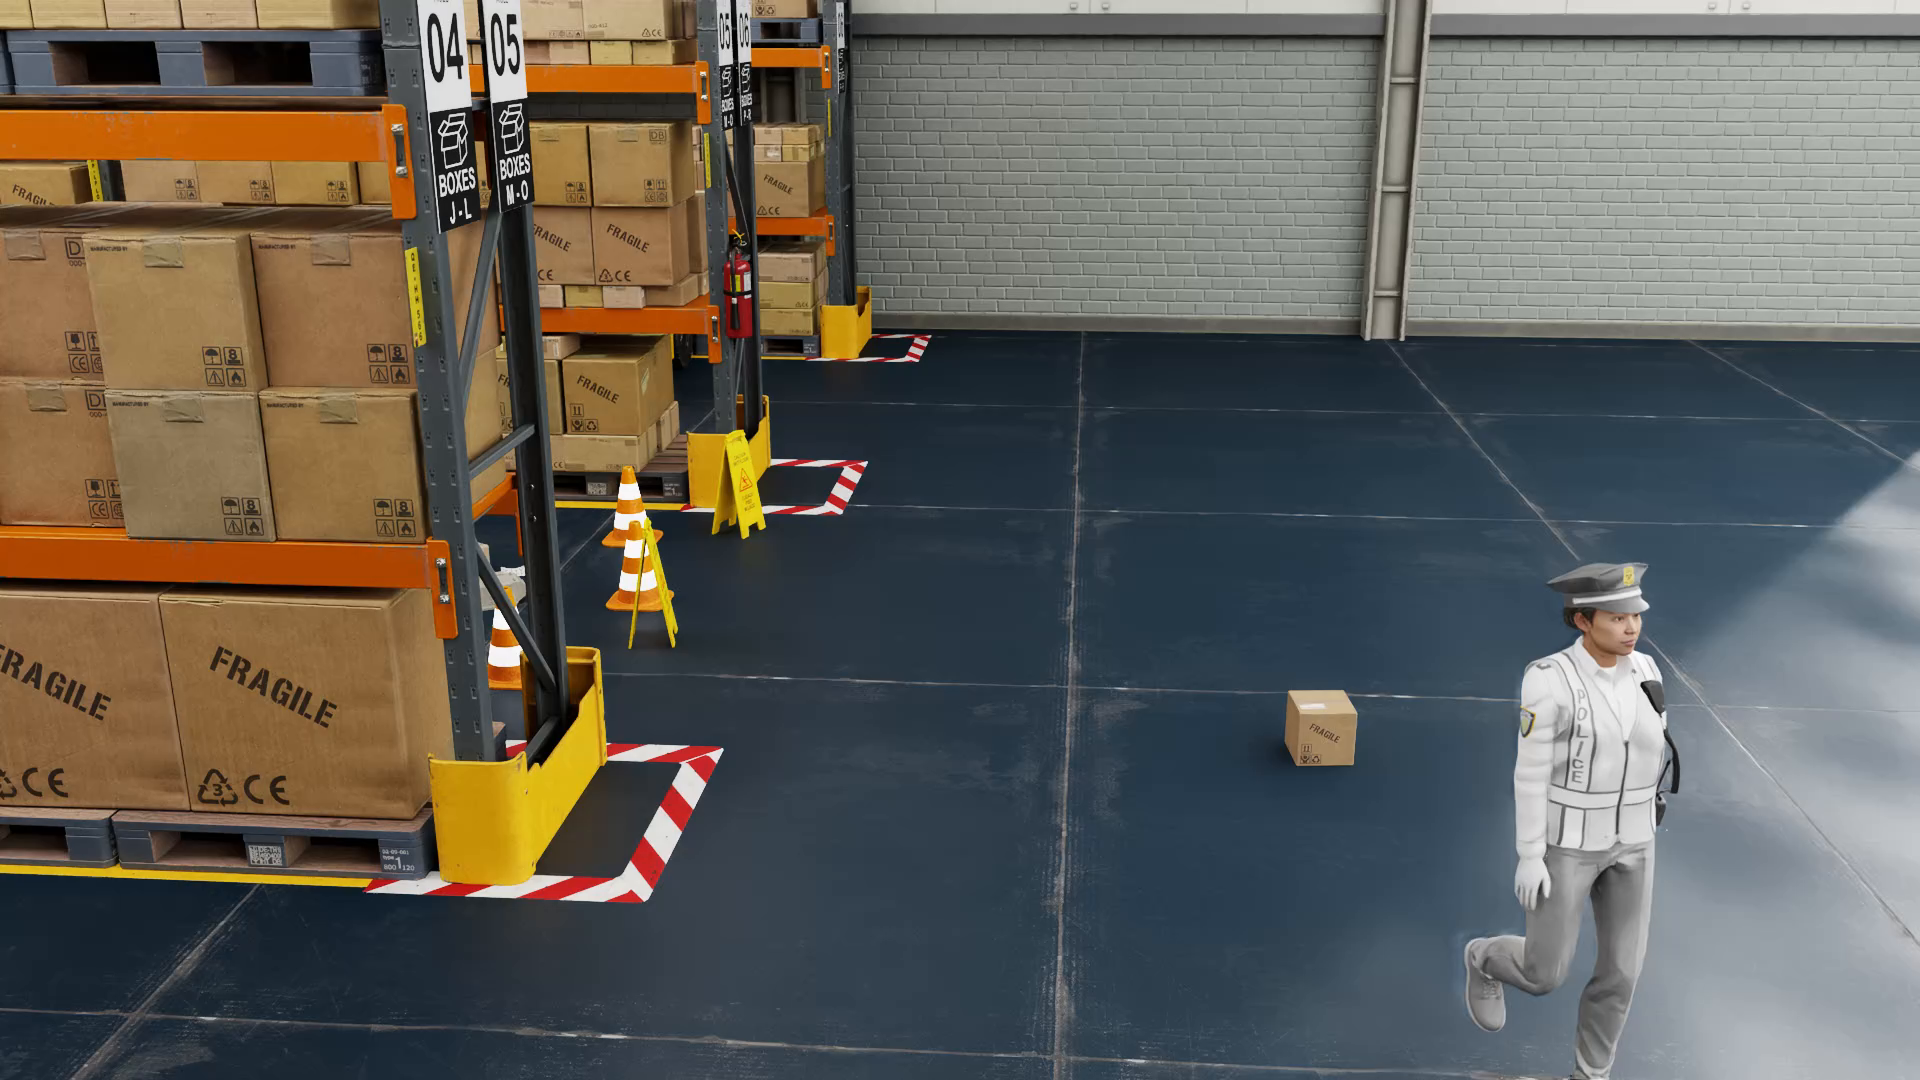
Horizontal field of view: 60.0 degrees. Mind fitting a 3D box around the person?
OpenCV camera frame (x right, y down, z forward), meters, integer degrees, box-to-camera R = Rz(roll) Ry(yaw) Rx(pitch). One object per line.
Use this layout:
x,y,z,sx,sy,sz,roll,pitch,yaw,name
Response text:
1.781,0.843,4.796,0.453,1.669,0.666,-3,18,-11,person
